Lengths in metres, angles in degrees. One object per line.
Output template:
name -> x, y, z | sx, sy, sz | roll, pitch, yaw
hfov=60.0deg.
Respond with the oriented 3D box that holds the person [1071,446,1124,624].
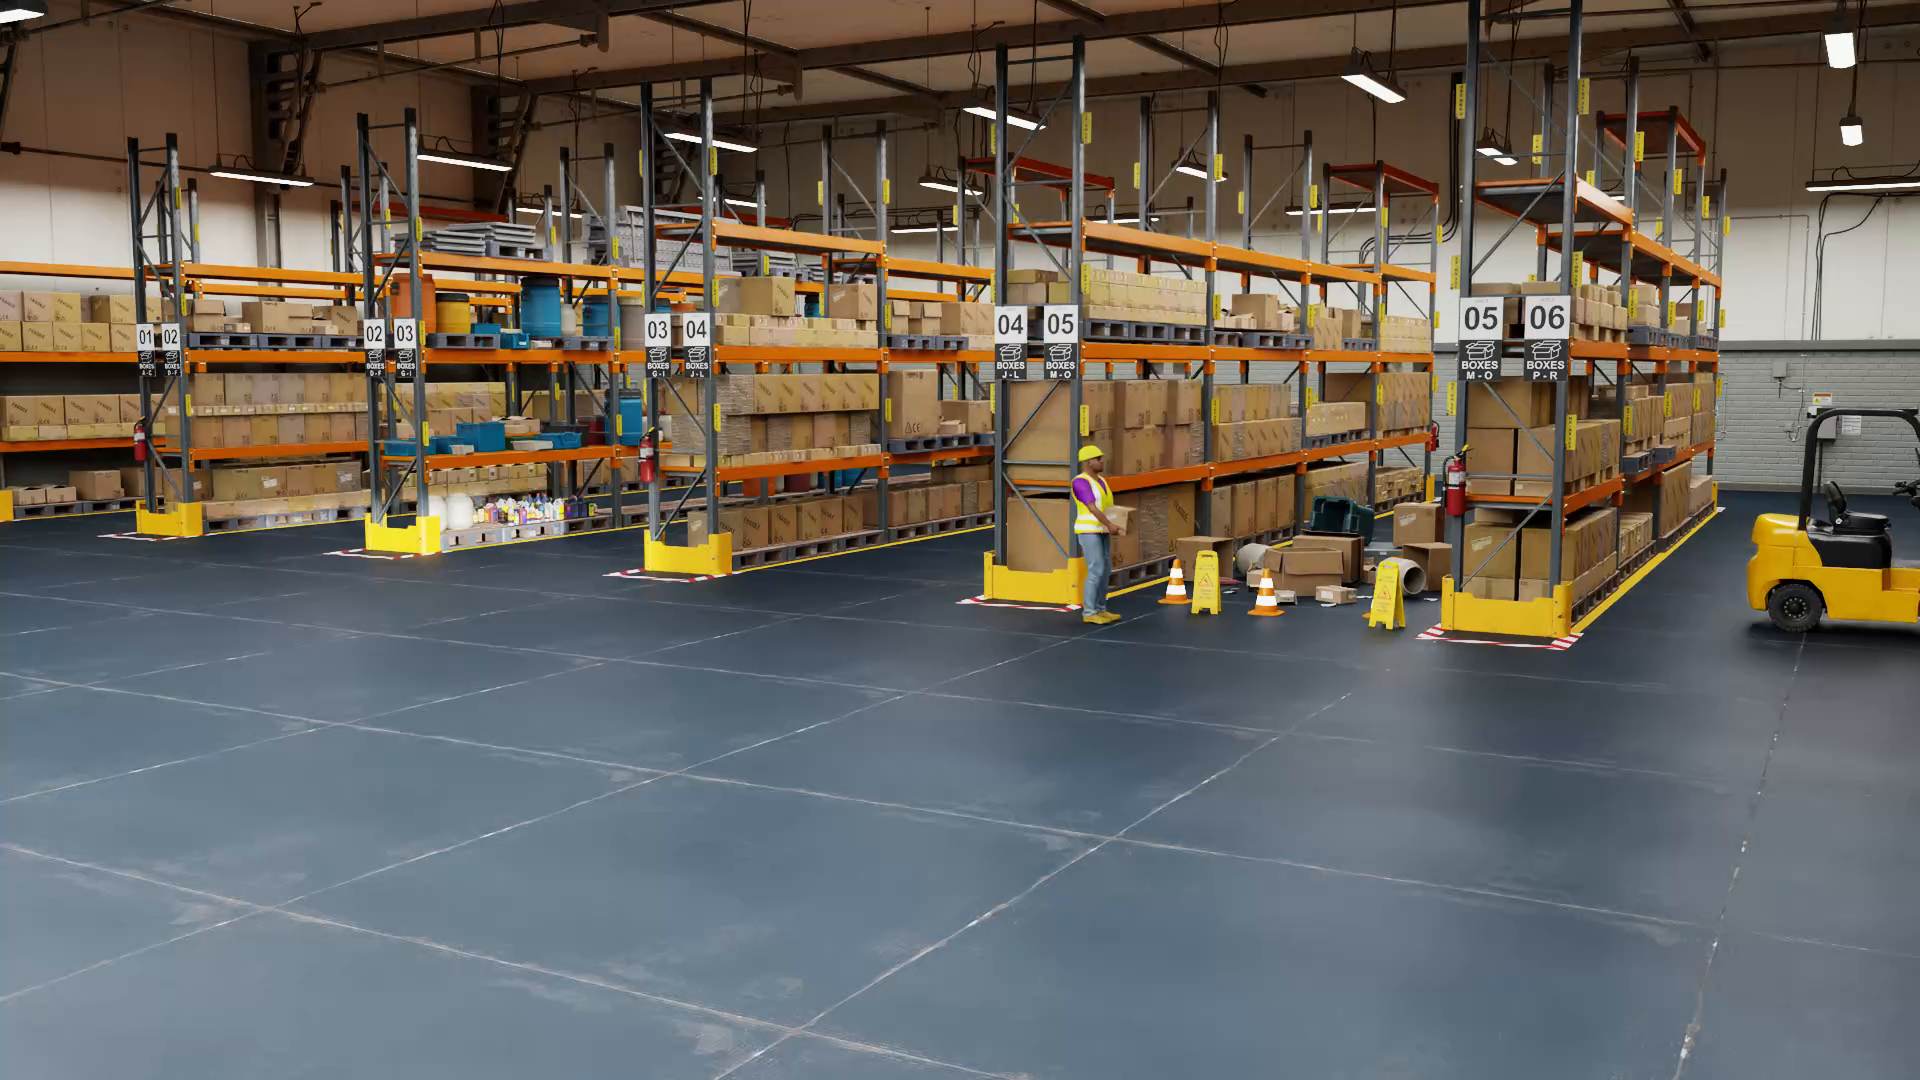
person -> 1.433, -0.057, 16.590 | 0.578, 1.765, 0.514 | 3, 7, 28
